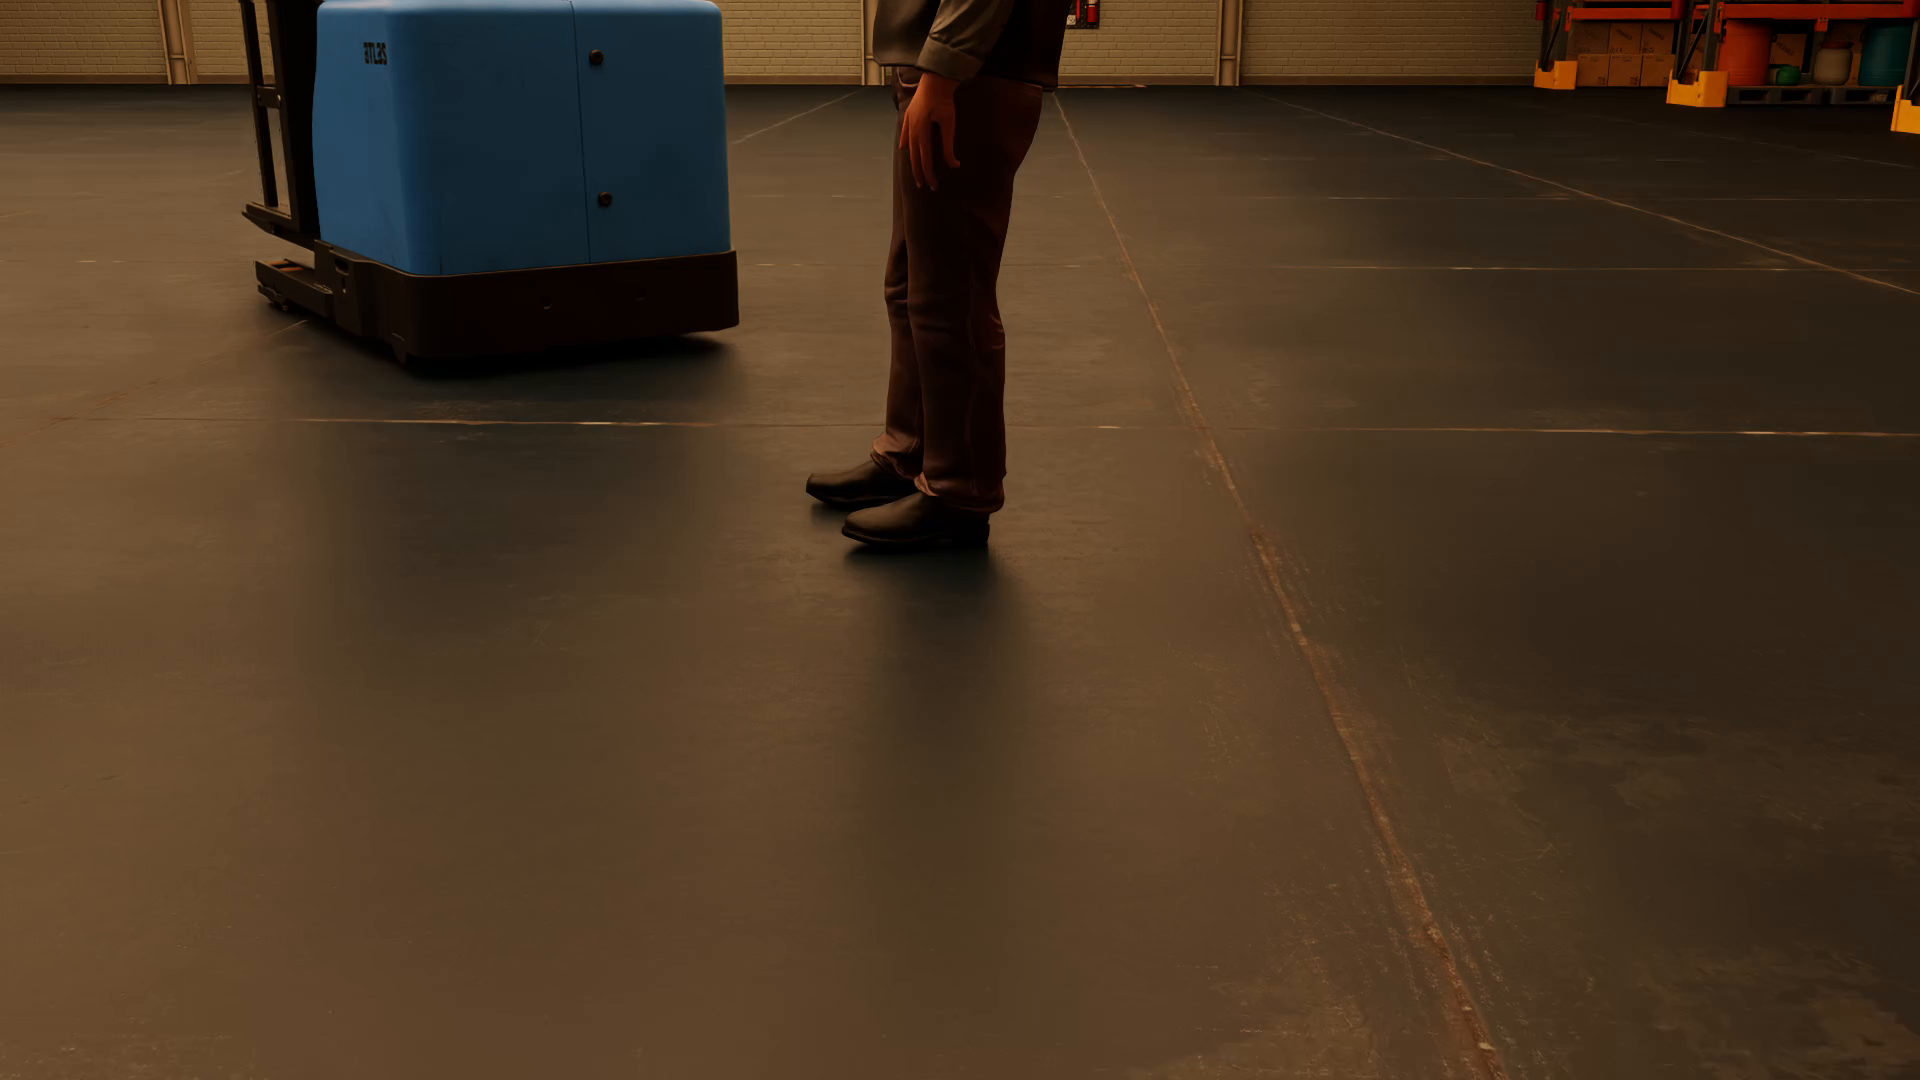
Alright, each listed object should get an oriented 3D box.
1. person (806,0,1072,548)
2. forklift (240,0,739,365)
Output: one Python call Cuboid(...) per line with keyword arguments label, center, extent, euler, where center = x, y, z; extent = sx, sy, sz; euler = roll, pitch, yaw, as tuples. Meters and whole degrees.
Cuboid(label="person", center=(-0.061, -0.832, 3.124), extent=(0.568, 1.720, 0.632), euler=(1, 17, 2))
Cuboid(label="forklift", center=(-1.966, -2.299, 5.831), extent=(1.130, 2.935, 3.031), euler=(-12, 21, -33))
